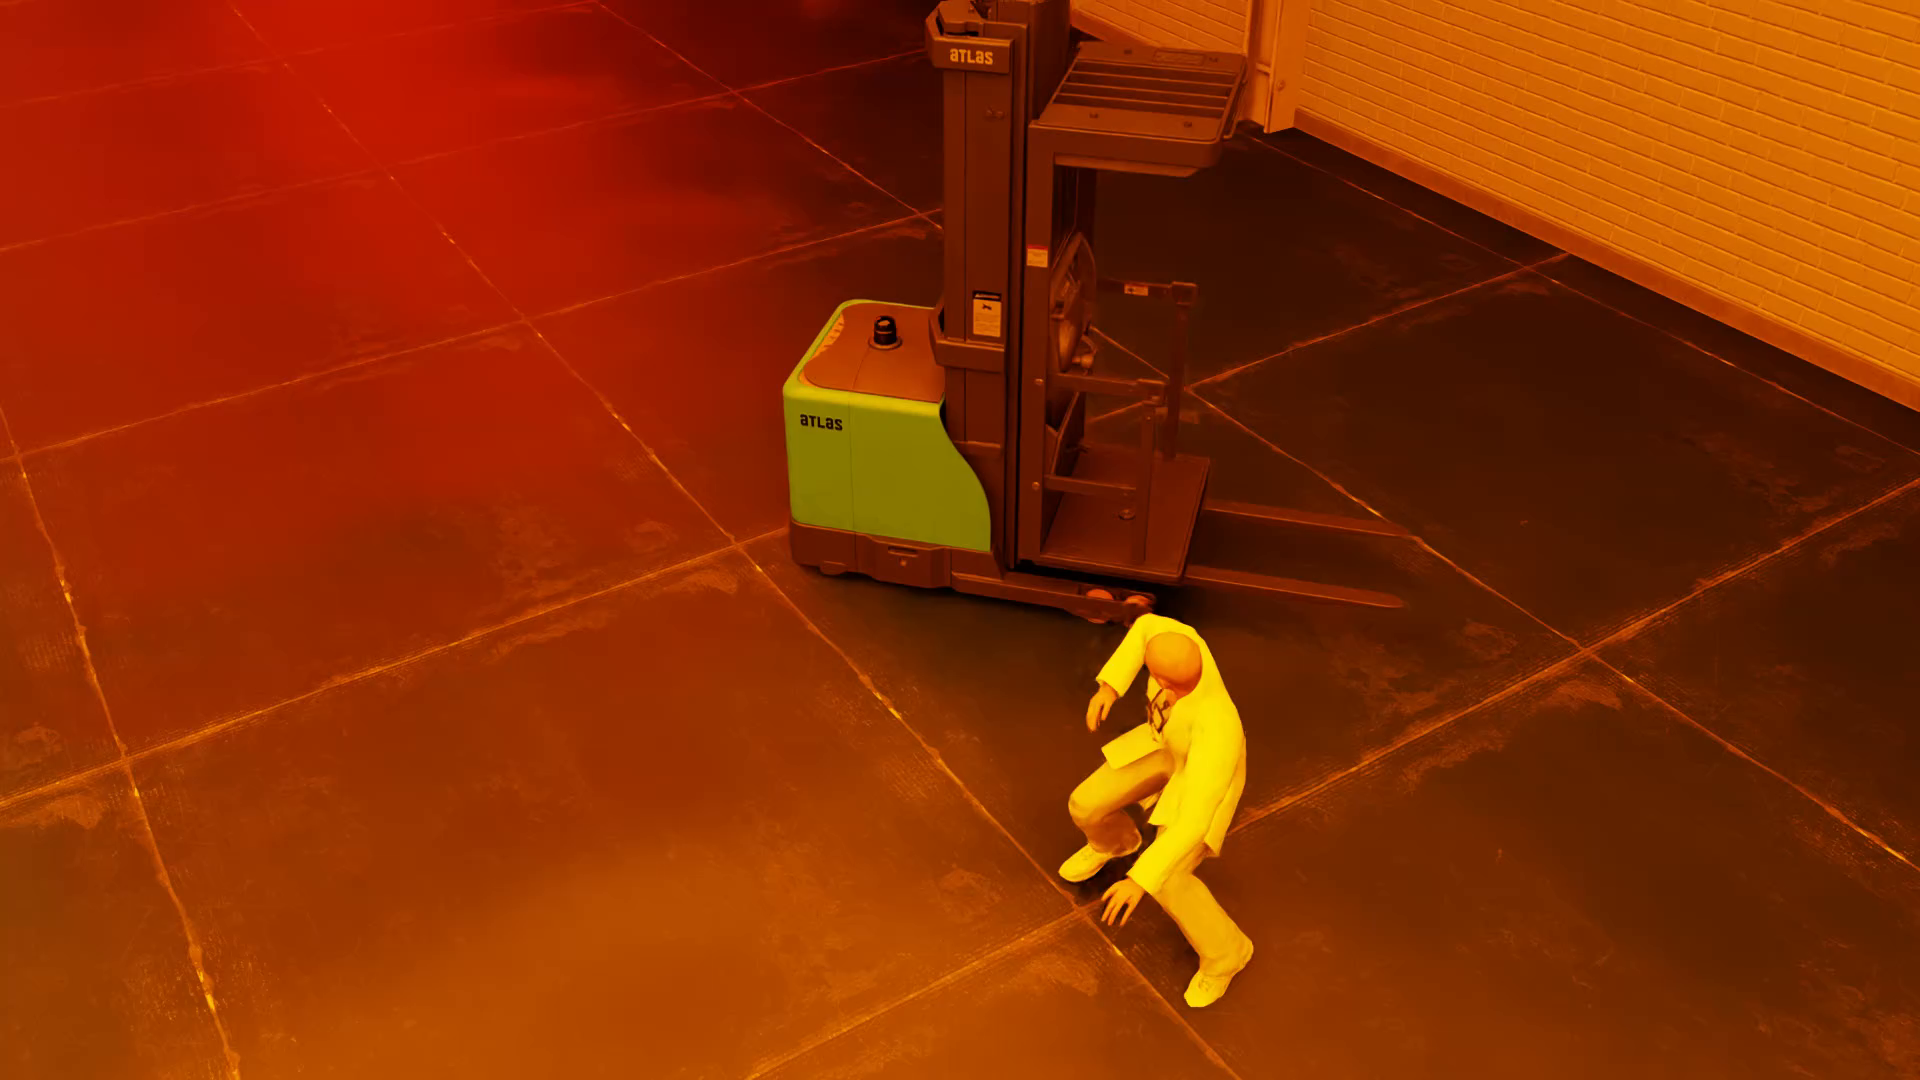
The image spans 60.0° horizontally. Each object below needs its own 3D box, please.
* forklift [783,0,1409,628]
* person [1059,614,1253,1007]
[{"bbox_3d":[0.714,-1.103,7.717,3.031,2.935,1.130,9,36,12],"label":"forklift"},{"bbox_3d":[0.700,0.941,6.110,0.861,1.542,0.879,-18,39,-24],"label":"person"}]
